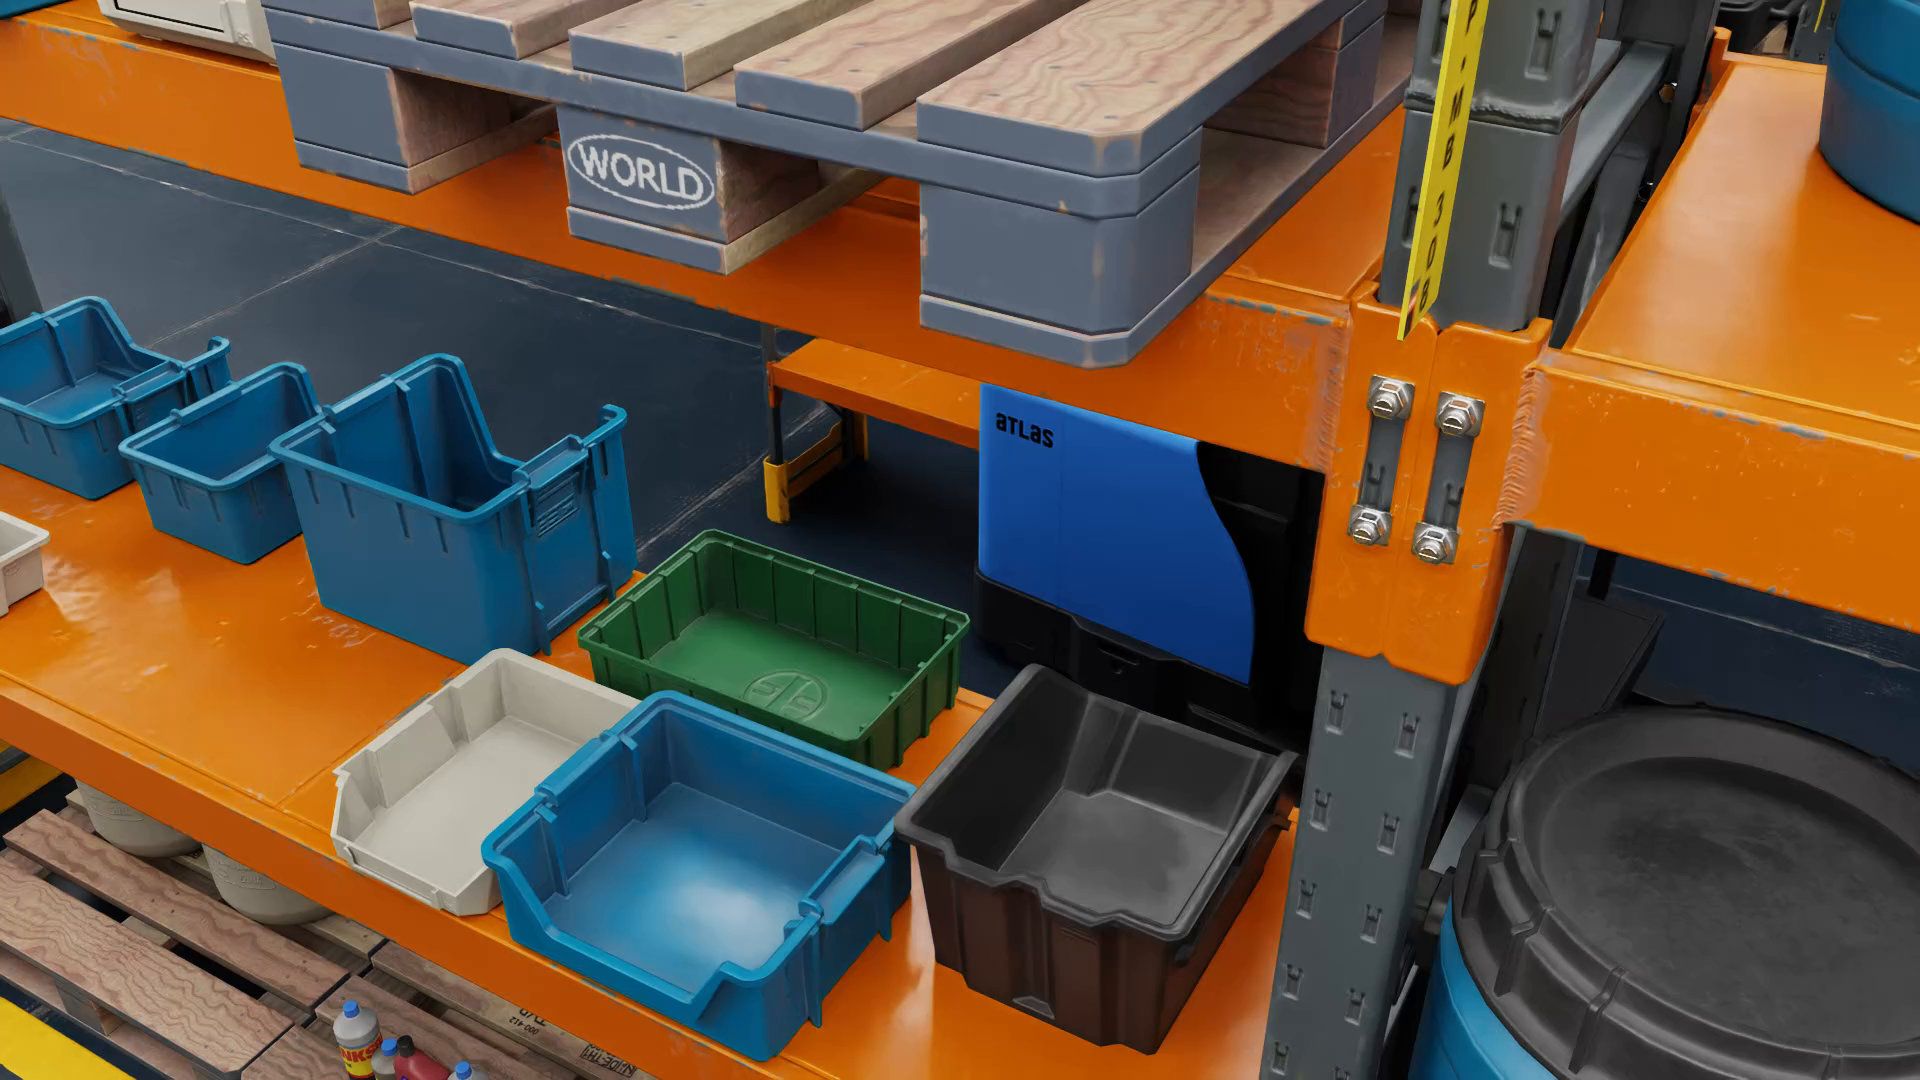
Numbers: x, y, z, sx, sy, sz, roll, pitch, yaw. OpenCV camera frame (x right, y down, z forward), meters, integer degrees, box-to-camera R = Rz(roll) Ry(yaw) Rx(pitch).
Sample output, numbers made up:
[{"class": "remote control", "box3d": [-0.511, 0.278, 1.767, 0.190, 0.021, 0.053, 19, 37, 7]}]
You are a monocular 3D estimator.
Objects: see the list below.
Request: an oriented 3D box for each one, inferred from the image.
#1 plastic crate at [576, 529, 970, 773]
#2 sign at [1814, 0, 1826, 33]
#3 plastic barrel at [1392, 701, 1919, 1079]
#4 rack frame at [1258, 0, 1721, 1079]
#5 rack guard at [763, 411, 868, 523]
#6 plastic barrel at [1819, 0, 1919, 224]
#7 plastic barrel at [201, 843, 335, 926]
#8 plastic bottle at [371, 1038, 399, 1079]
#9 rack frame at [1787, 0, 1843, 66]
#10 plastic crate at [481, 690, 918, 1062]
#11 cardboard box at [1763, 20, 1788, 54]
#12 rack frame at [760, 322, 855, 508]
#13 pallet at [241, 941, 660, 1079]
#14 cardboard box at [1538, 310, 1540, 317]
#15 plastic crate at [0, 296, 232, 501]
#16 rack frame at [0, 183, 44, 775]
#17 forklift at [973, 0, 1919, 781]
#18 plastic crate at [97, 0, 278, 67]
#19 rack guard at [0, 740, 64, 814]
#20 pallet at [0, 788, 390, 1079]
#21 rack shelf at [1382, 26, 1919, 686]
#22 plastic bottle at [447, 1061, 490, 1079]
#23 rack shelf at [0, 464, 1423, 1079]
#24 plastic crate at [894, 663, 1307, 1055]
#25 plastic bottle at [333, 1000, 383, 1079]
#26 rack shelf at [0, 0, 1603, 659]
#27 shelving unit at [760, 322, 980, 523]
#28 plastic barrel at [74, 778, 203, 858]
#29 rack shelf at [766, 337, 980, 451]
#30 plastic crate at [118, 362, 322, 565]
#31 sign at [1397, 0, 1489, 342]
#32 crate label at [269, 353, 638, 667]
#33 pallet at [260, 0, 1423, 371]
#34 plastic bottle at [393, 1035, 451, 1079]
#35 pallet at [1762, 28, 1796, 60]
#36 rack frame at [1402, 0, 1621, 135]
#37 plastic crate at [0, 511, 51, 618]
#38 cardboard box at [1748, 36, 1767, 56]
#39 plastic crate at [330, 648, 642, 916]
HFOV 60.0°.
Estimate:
[{"class": "plastic crate", "box3d": [-0.370, 0.248, 3.362, 0.662, 0.188, 0.450, 18, 37, 24]}, {"class": "sign", "box3d": [2.855, -1.839, 5.453, 0.005, 0.325, 0.100, 18, 37, 24]}, {"class": "plastic barrel", "box3d": [0.853, 0.713, 2.021, 0.708, 0.901, 0.600, 18, 37, 24]}, {"class": "rack frame", "box3d": [0.668, 0.669, 2.539, 0.127, 3.000, 1.000, 18, 37, 24]}, {"class": "rack guard", "box3d": [-0.555, -0.315, 6.498, 0.087, 0.250, 0.587, 19, 38, 26]}, {"class": "plastic barrel", "box3d": [1.217, -0.753, 1.515, 0.708, 0.901, 0.600, 18, 37, 24]}, {"class": "plastic barrel", "box3d": [-1.760, 0.712, 4.340, 0.421, 0.512, 0.421, 0, 34, 0]}, {"class": "plastic bottle", "box3d": [-1.295, 1.228, 3.828, 0.097, 0.201, 0.097, 0, 34, 0]}, {"class": "rack frame", "box3d": [3.129, -1.713, 6.117, 0.127, 3.000, 1.000, 18, 37, 24]}, {"class": "plastic crate", "box3d": [-0.427, 0.557, 2.841, 0.616, 0.251, 0.499, 18, 37, 24]}, {"class": "cardboard box", "box3d": [5.105, -3.235, 10.561, 0.250, 0.166, 0.380, 13, 36, 18]}, {"class": "rack frame", "box3d": [-0.571, -0.841, 6.160, 0.032, 1.500, 0.500, 19, 38, 26]}, {"class": "pallet", "box3d": [-0.958, 1.290, 4.122, 1.213, 0.211, 1.003, 18, 37, 24]}, {"class": "cardboard box", "box3d": [2.190, -1.221, 6.803, 0.500, 0.500, 0.500, 18, 37, 24]}, {"class": "plastic crate", "box3d": [-2.222, -0.375, 4.242, 0.616, 0.251, 0.499, 18, 37, 24]}, {"class": "rack frame", "box3d": [-2.805, -0.431, 4.191, 0.127, 3.000, 1.000, 18, 37, 24]}, {"class": "forklift", "box3d": [1.539, -0.605, 4.514, 3.031, 2.935, 1.130, 22, 39, 29]}, {"class": "plastic crate", "box3d": [-0.926, -0.716, 2.151, 0.396, 0.136, 0.243, 18, 37, 24]}, {"class": "rack guard", "box3d": [-2.715, 0.608, 4.886, 0.348, 0.500, 1.175, 18, 37, 24]}, {"class": "pallet", "box3d": [-2.013, 0.954, 4.627, 1.213, 0.211, 1.003, 18, 37, 24]}, {"class": "rack shelf", "box3d": [2.405, 0.270, 1.081, 4.000, 0.370, 1.077, 18, 37, 24]}, {"class": "plastic bottle", "box3d": [-1.088, 1.264, 3.709, 0.097, 0.271, 0.097, 0, 34, 0]}, {"class": "rack shelf", "box3d": [-1.068, 0.419, 3.564, 4.000, 0.370, 1.077, 18, 37, 24]}, {"class": "plastic crate", "box3d": [0.277, 0.490, 2.864, 0.504, 0.338, 0.767, 18, 37, 24]}, {"class": "plastic bottle", "box3d": [-1.385, 1.170, 3.851, 0.097, 0.271, 0.097, 0, 34, 0]}, {"class": "rack shelf", "box3d": [-1.068, -0.830, 2.733, 4.000, 0.370, 1.077, 18, 37, 24]}, {"class": "shelving unit", "box3d": [-0.134, -0.688, 5.930, 1.083, 1.500, 0.587, 19, 38, 26]}, {"class": "plastic barrel", "box3d": [-2.195, 0.574, 4.547, 0.421, 0.512, 0.421, 0, 34, 0]}, {"class": "rack shelf", "box3d": [-0.142, -0.541, 6.034, 1.000, 0.185, 0.538, 19, 38, 26]}, {"class": "plastic crate", "box3d": [-1.661, -0.194, 3.969, 0.408, 0.251, 0.499, 18, 37, 24]}, {"class": "sign", "box3d": [0.386, -0.321, 1.312, 0.005, 0.325, 0.100, 18, 37, 24]}, {"class": "crate label", "box3d": [-1.072, -0.070, 3.616, 0.616, 0.435, 0.502, 18, 37, 24]}, {"class": "pallet", "box3d": [-0.007, -0.652, 1.987, 1.003, 0.211, 1.213, 18, 37, 24]}, {"class": "plastic bottle", "box3d": [-1.198, 1.236, 3.741, 0.133, 0.283, 0.061, 18, 38, 25]}, {"class": "pallet", "box3d": [4.983, -3.105, 10.723, 1.213, 0.211, 1.003, 18, 37, 24]}, {"class": "rack frame", "box3d": [0.668, -1.828, 0.876, 0.127, 3.000, 1.000, 18, 37, 24]}, {"class": "plastic crate", "box3d": [-2.187, 0.080, 3.662, 0.250, 0.136, 0.298, 18, 37, 24]}, {"class": "cardboard box", "box3d": [2.741, -1.874, 6.268, 0.500, 0.500, 0.700, 17, 37, 23]}, {"class": "plastic crate", "box3d": [-0.867, 0.454, 3.099, 0.437, 0.136, 0.530, 18, 37, 24]}]
